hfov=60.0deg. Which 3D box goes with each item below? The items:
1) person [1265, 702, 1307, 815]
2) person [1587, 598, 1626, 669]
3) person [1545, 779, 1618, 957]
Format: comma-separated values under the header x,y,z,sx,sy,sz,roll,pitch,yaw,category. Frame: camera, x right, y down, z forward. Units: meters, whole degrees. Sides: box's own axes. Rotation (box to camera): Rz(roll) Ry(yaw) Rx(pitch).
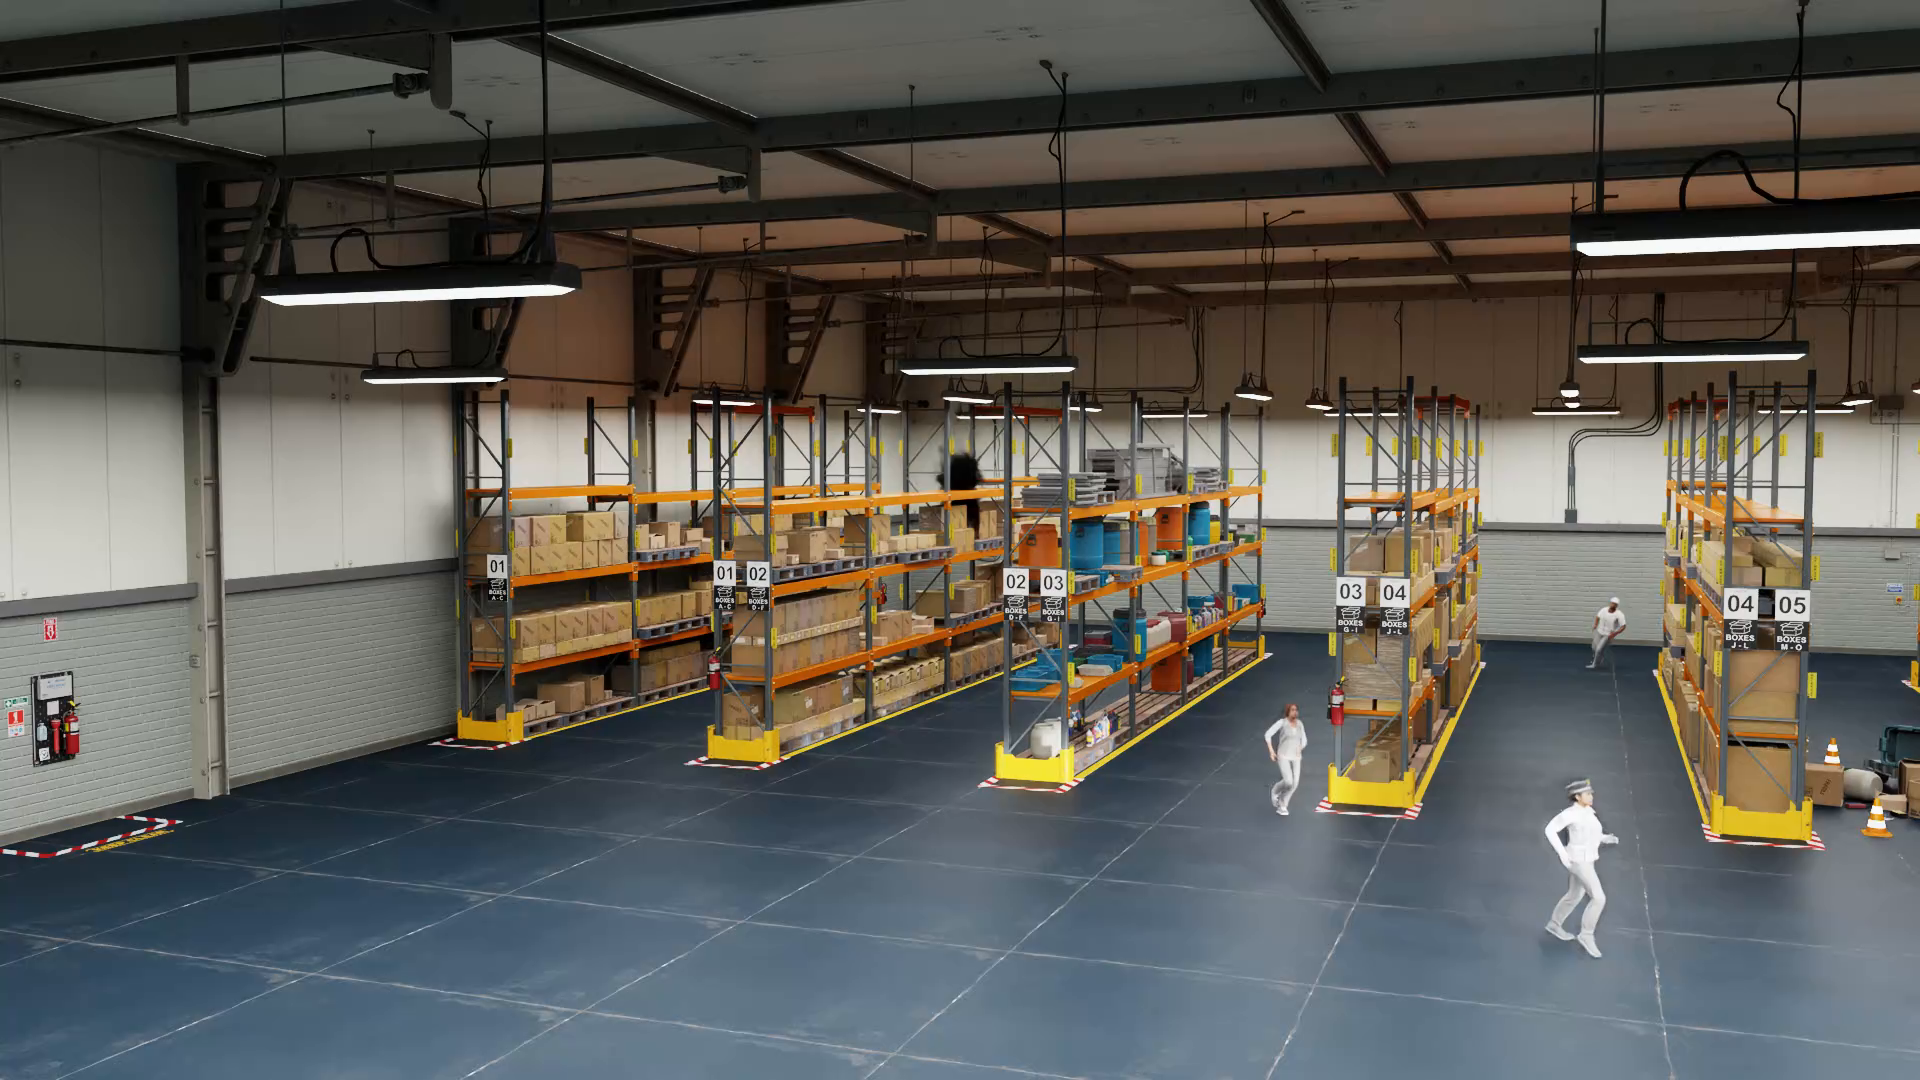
x,y,z,sx,sy,sz,roll,pitch,yaw,category
4.481,2.982,22.659,0.535,1.532,0.494,-1,3,-19,person
14.628,2.107,37.561,0.602,1.654,0.861,-3,4,-41,person
6.195,3.245,16.578,0.719,1.749,0.576,3,4,41,person
